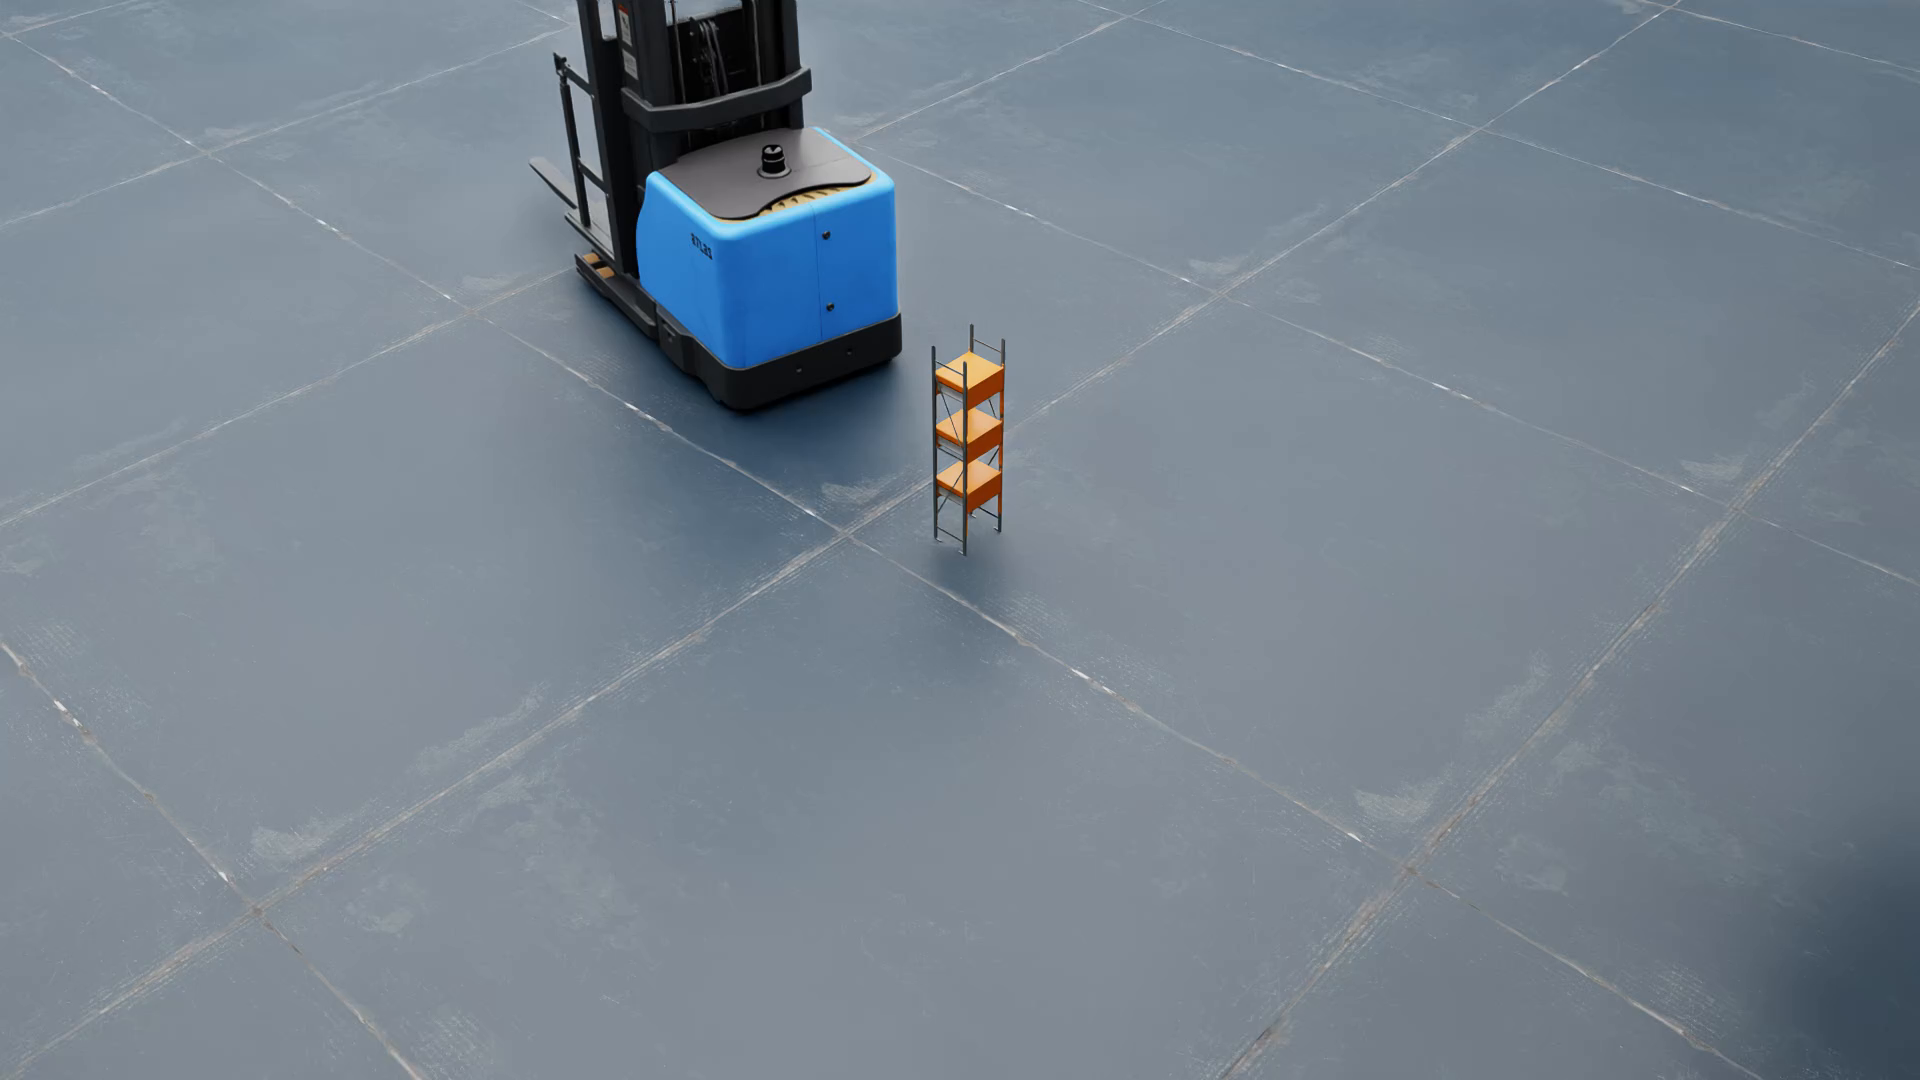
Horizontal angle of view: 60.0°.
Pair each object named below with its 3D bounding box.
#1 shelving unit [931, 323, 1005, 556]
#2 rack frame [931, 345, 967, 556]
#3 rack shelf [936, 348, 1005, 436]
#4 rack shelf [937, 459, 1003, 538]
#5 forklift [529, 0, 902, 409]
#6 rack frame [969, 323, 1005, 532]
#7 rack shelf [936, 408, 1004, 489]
[{"bbox_3d":[0.036,-0.435,7.454,0.215,1.050,0.252,30,47,32],"label":"shelving unit"},{"bbox_3d":[-0.046,-0.379,7.384,0.200,1.050,0.008,30,47,32],"label":"rack frame"},{"bbox_3d":[0.036,-0.649,7.284,0.215,0.259,0.240,30,47,32],"label":"rack shelf"},{"bbox_3d":[0.036,-0.210,7.634,0.215,0.259,0.240,30,47,32],"label":"rack shelf"},{"bbox_3d":[-1.560,-2.691,8.780,1.130,2.935,3.031,-23,44,-26],"label":"forklift"},{"bbox_3d":[0.118,-0.492,7.525,0.200,1.050,0.008,30,47,32],"label":"rack frame"},{"bbox_3d":[0.036,-0.427,7.461,0.215,0.259,0.240,30,47,32],"label":"rack shelf"}]
